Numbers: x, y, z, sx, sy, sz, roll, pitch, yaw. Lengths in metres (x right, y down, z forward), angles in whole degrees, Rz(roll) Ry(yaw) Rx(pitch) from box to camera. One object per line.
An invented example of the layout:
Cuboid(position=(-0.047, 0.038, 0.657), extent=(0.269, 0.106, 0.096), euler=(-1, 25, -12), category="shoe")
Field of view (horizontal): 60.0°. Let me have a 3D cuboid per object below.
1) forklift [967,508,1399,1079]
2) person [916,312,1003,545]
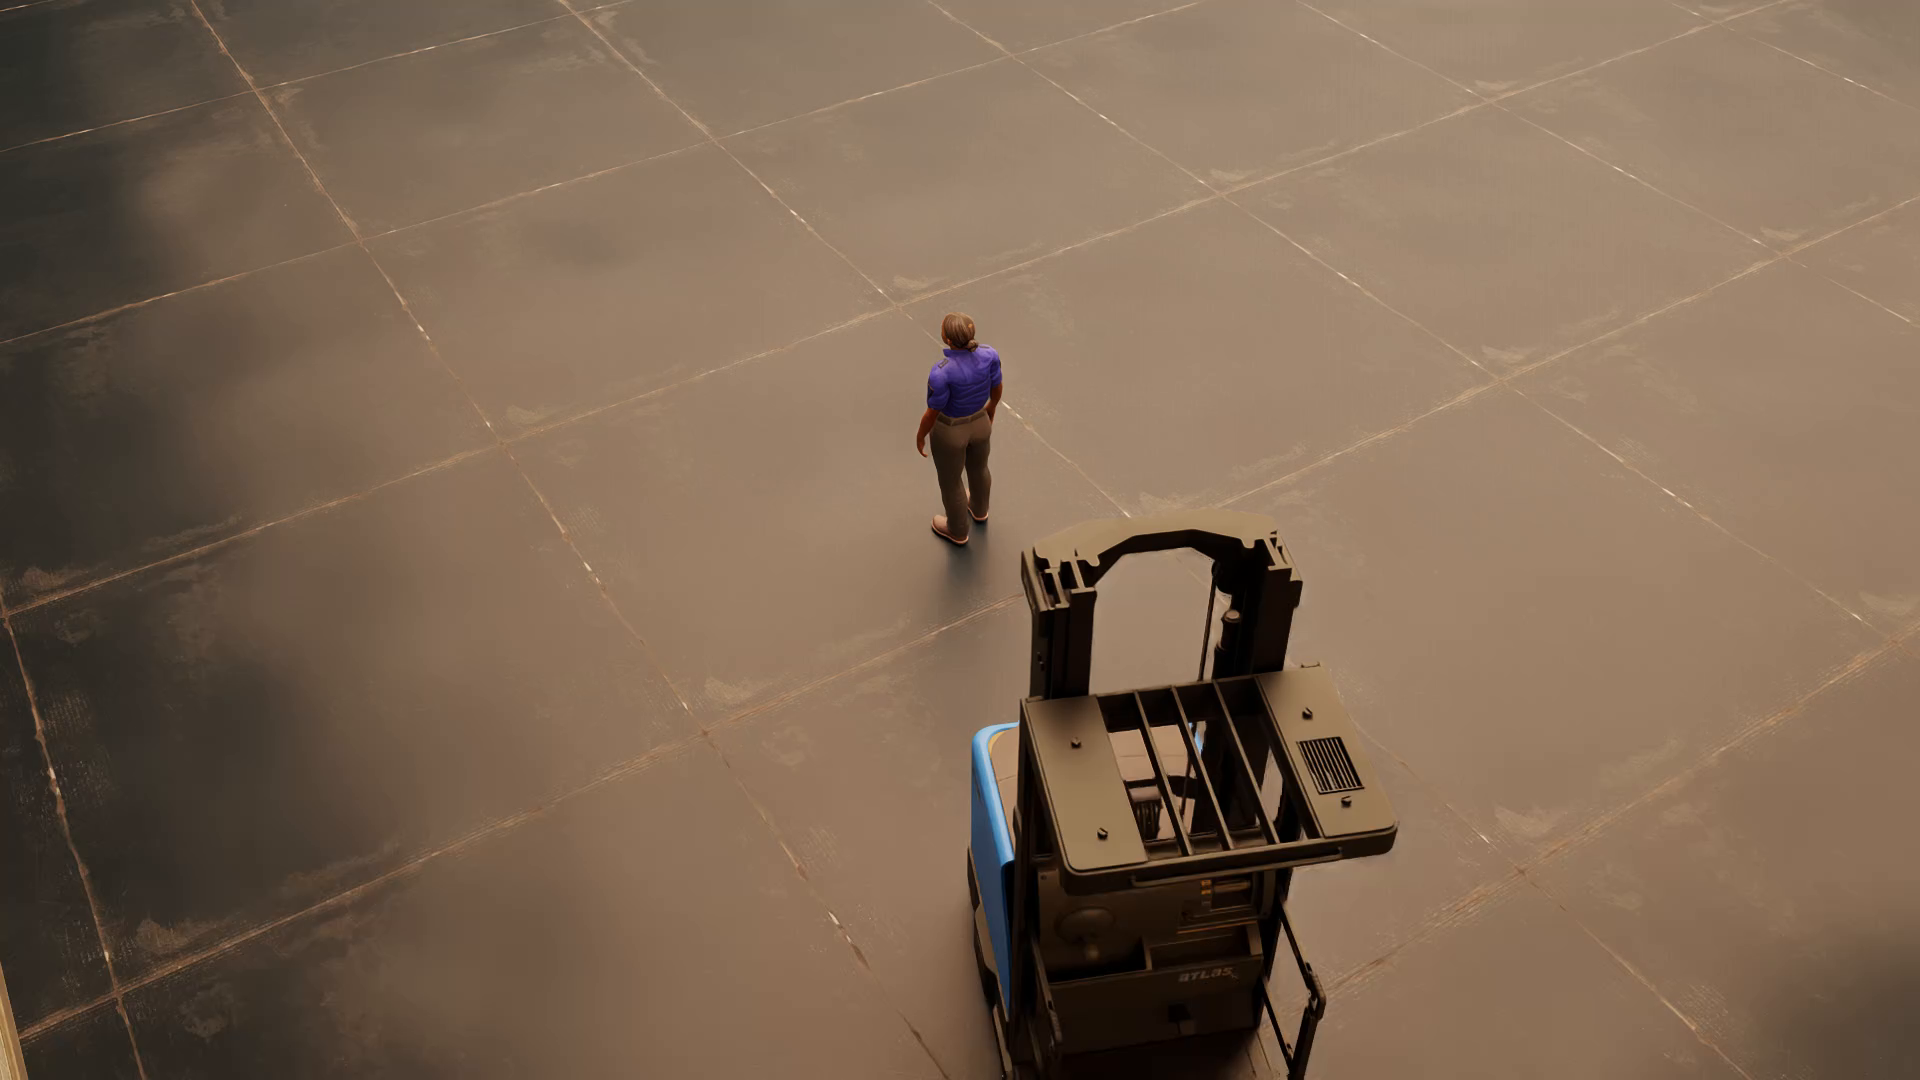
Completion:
Cuboid(position=(0.791, 1.454, 6.208), extent=(1.130, 2.935, 3.031), euler=(-6, 42, -7), category="forklift")
Cuboid(position=(-0.030, -0.684, 9.613), extent=(0.569, 1.656, 0.503), euler=(-23, 46, -24), category="person")
